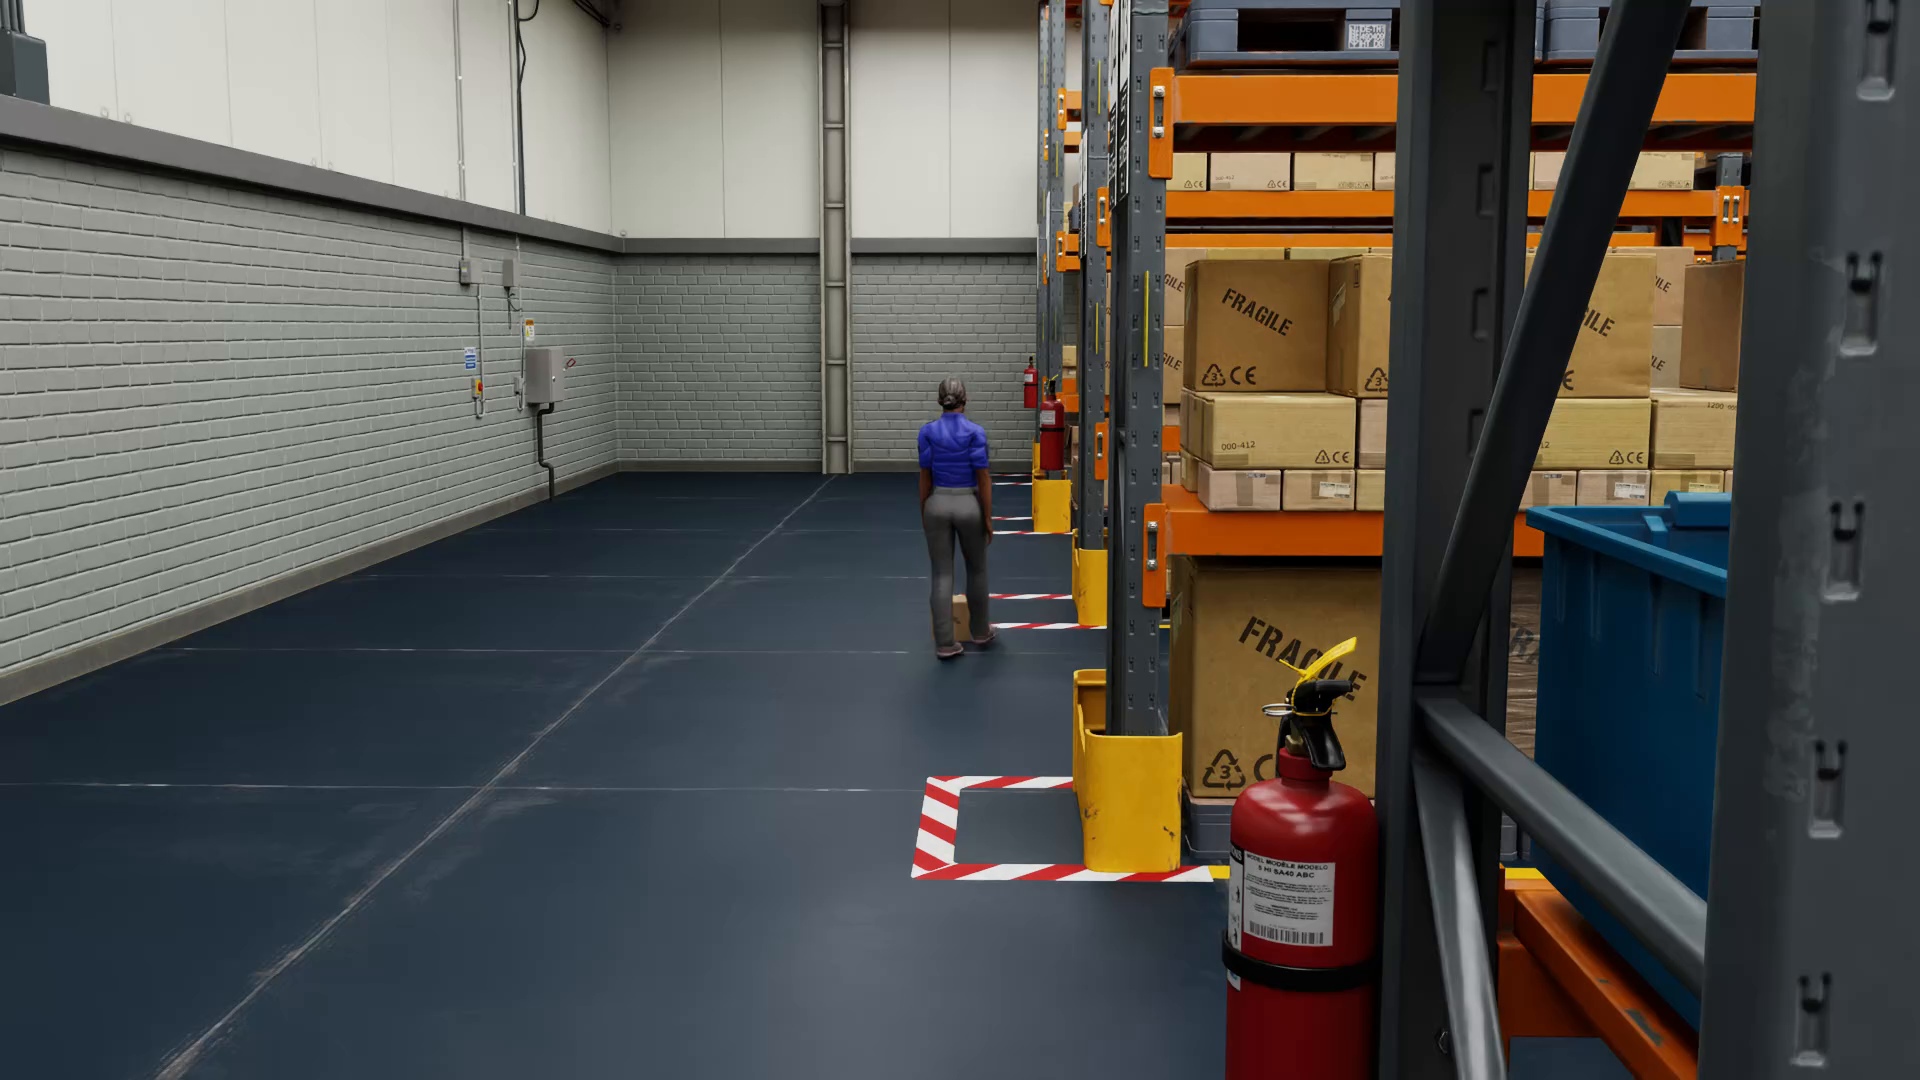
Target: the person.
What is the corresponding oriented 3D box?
[{"bbox_3d":[-0.009,-0.159,9.974,0.450,1.647,0.666,1,7,6],"label":"person"}]
